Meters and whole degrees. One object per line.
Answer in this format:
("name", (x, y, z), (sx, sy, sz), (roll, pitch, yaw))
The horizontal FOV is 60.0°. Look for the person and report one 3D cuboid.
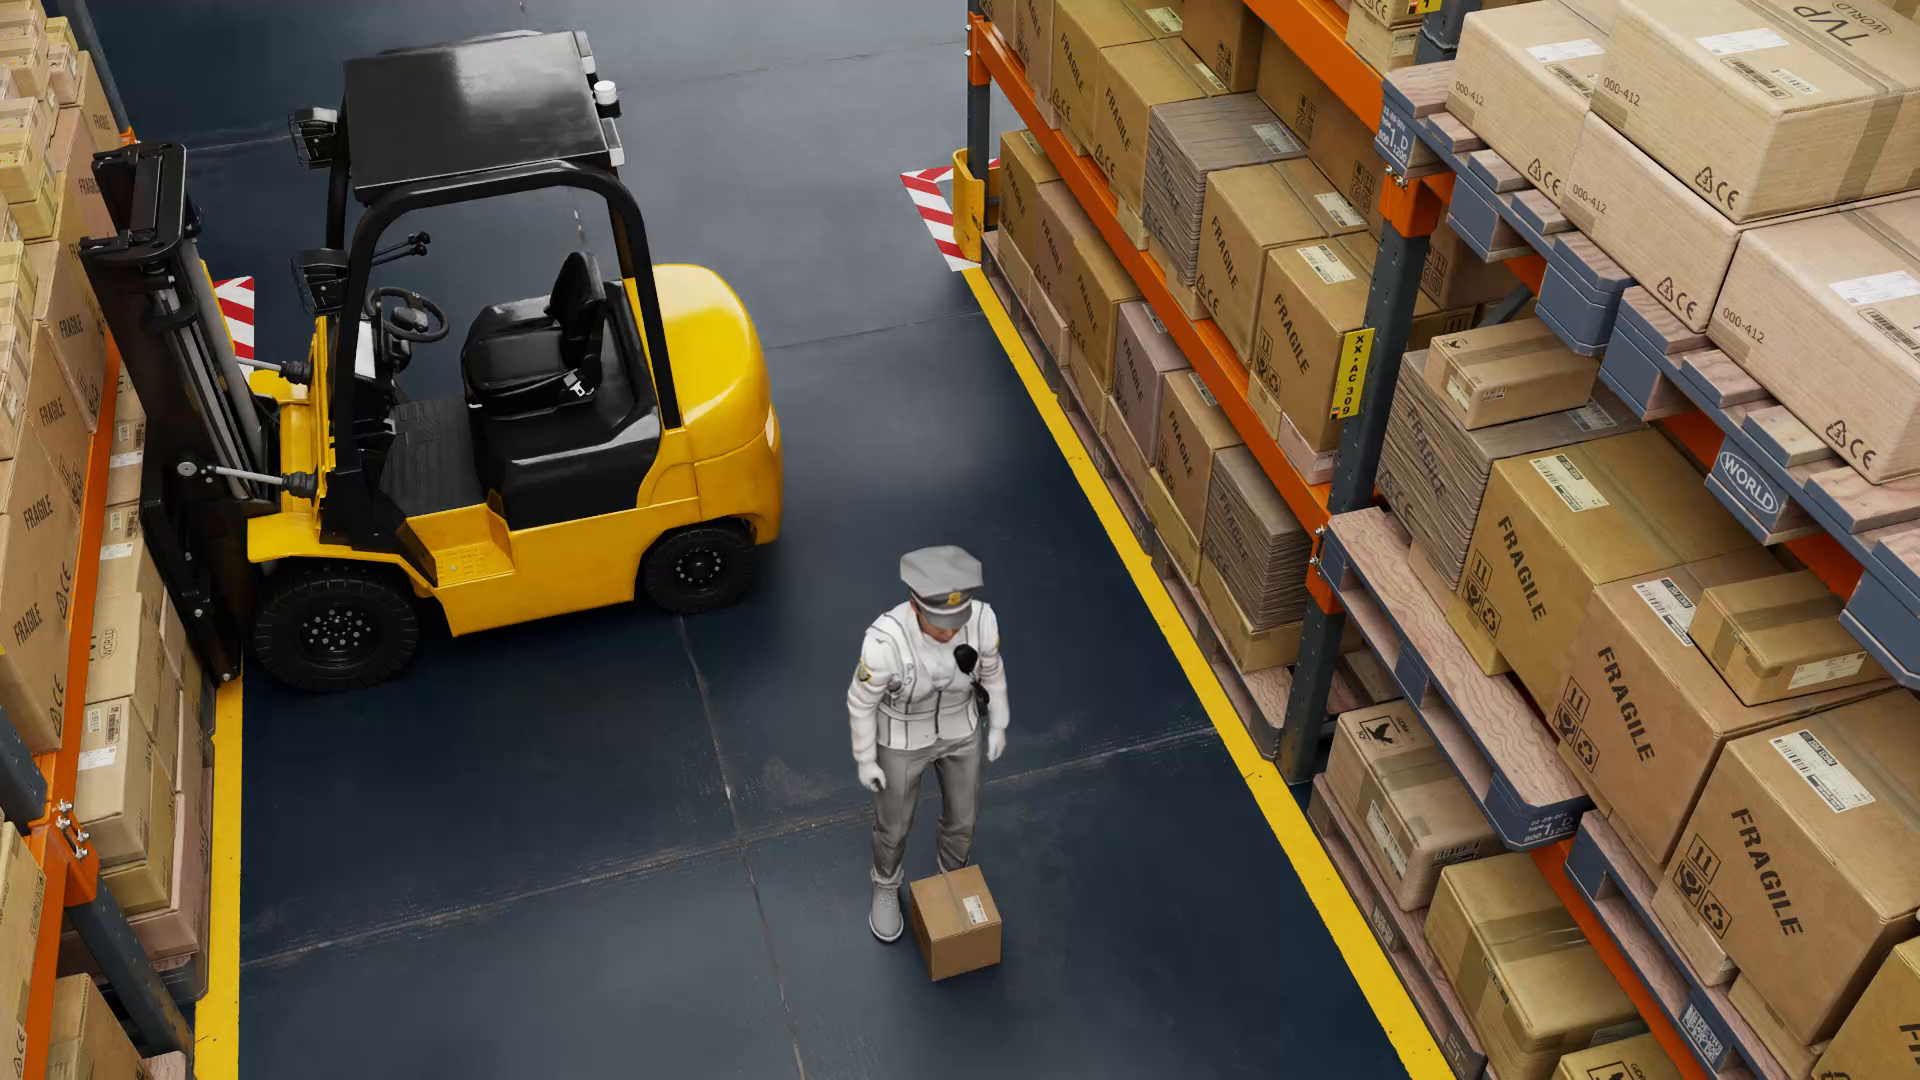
("person", (-0.088, 0.663, 5.435), (0.536, 1.663, 0.405), (-13, 44, -13))
